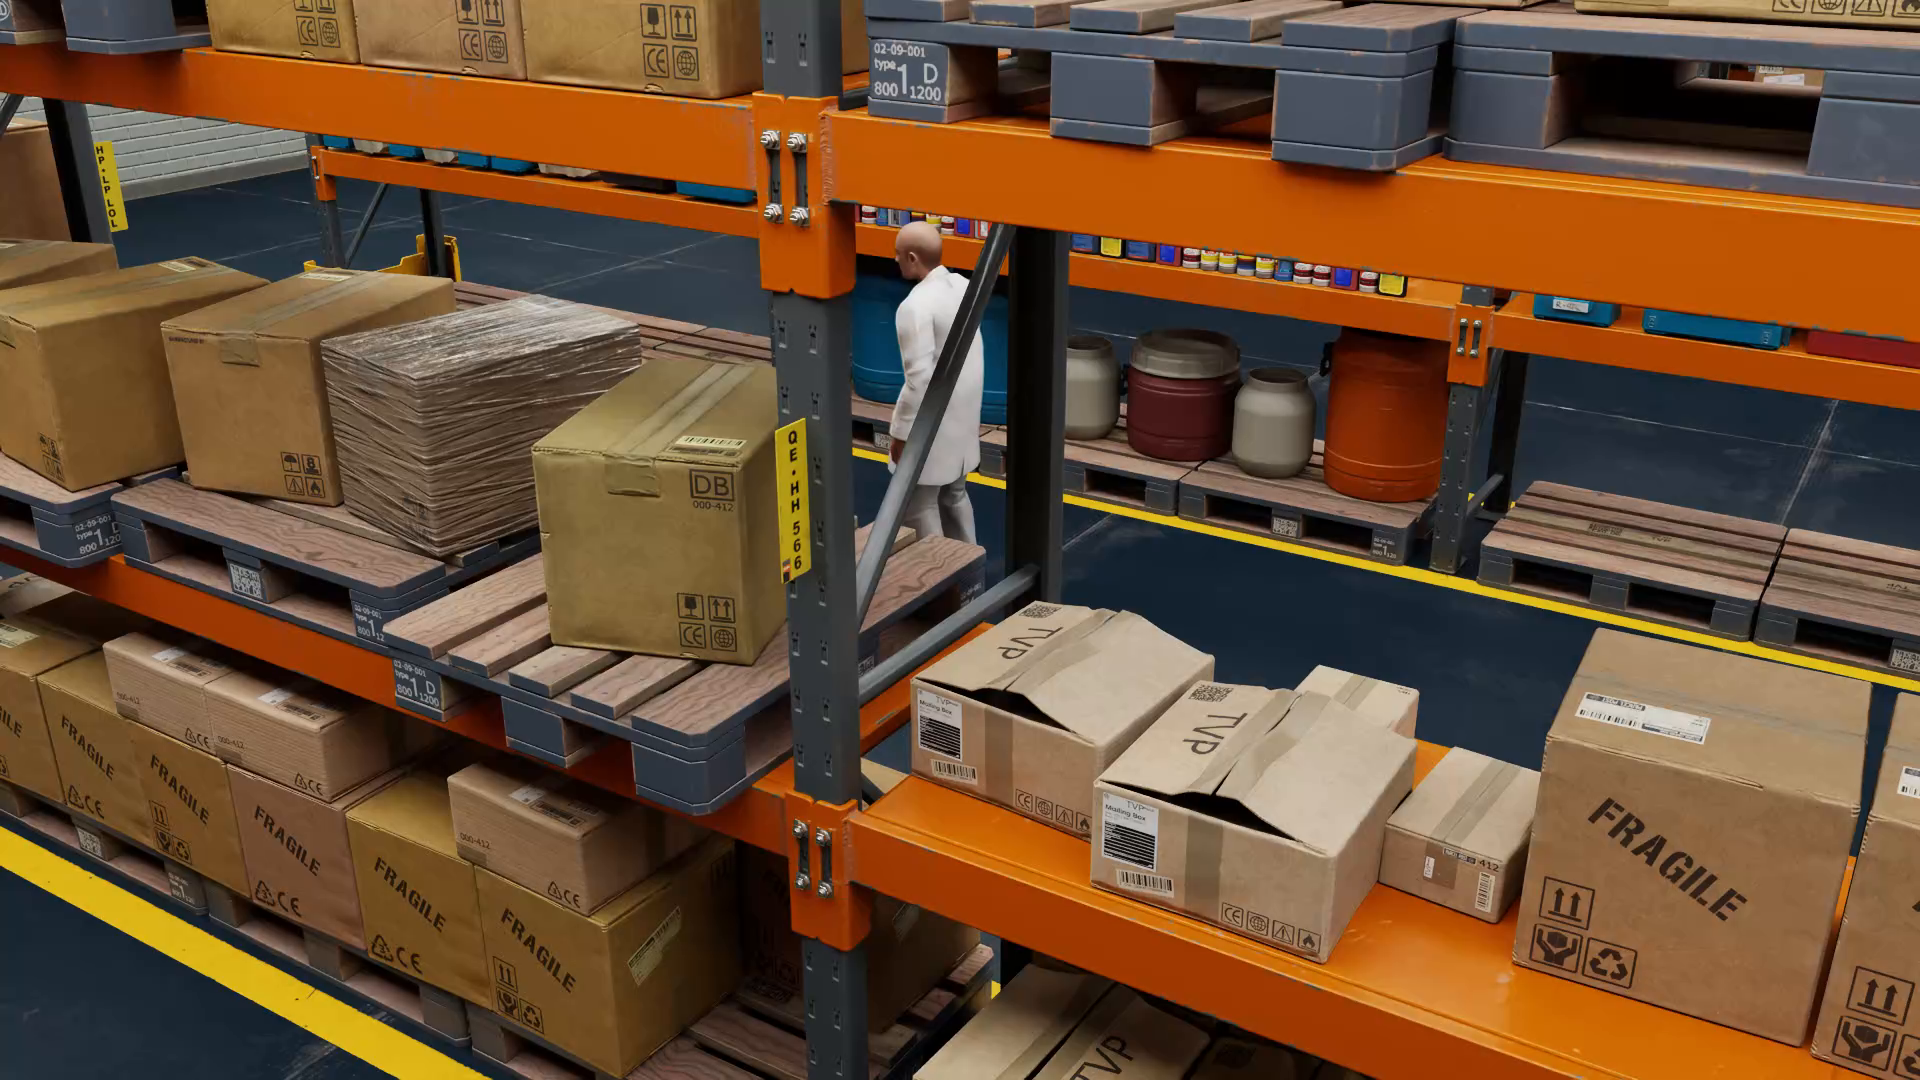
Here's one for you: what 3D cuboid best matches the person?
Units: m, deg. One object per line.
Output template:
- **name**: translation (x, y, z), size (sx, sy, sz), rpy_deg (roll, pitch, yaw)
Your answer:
- **person**: translation (-0.120, -0.527, 7.369), size (0.426, 1.773, 0.652), rpy_deg (12, 26, 26)
